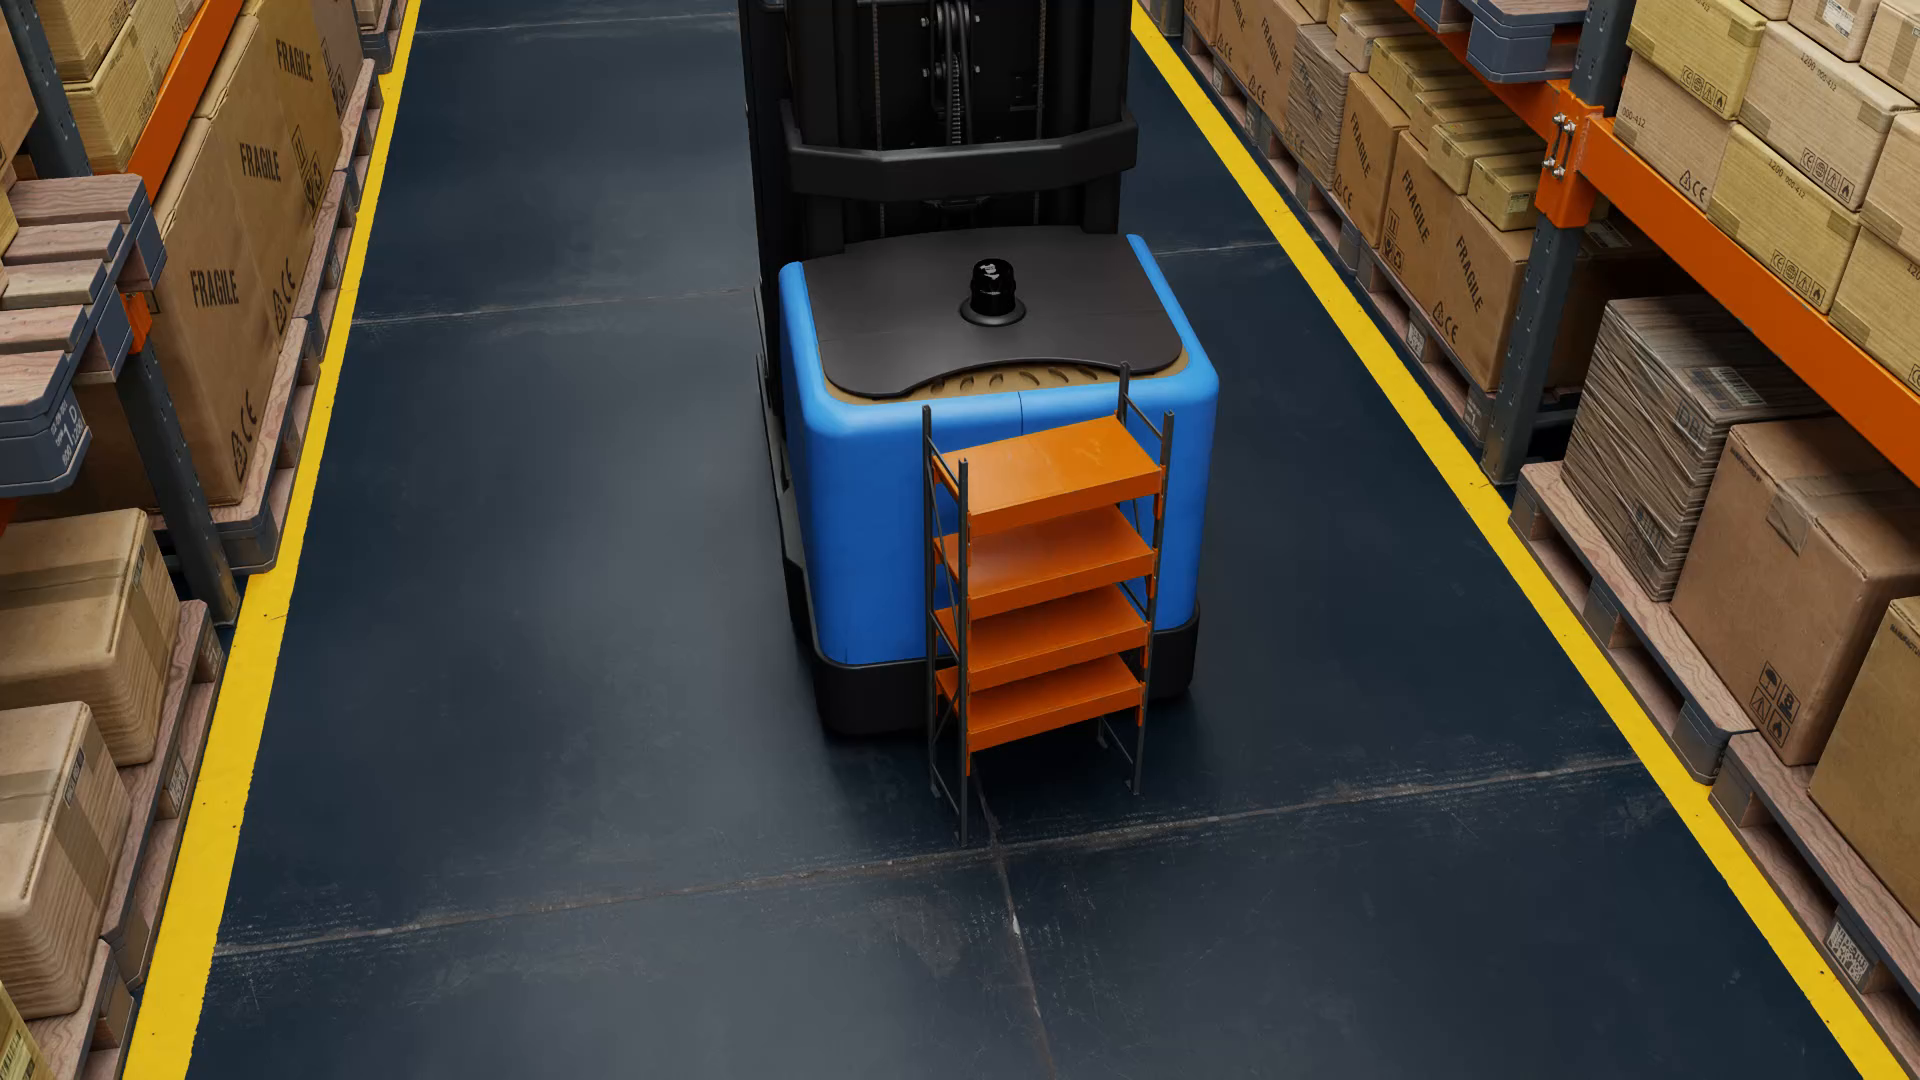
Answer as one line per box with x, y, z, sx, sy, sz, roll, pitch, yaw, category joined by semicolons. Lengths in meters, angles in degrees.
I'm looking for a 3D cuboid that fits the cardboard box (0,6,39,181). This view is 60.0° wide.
-2.294;-0.988;3.410;0.500;0.500;0.500;-7;38;-9;cardboard box

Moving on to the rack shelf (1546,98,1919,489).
2.590;0.046;3.332;1.077;0.370;4.000;-6;38;-8;rack shelf

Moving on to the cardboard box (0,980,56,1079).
-2.293;1.208;3.050;0.950;0.372;0.625;-5;38;-6;cardboard box

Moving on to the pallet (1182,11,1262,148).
1.718;-2.273;8.004;1.003;0.211;1.213;-6;38;-8;pallet

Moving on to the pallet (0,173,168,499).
-2.417;-0.415;3.496;1.213;0.211;1.003;-6;38;-8;pallet

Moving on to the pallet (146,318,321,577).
-2.711;-0.293;5.455;1.003;0.211;1.213;-6;38;-8;pallet

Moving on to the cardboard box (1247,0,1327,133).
1.587;-2.102;7.206;0.500;0.500;0.500;-7;38;-9;cardboard box

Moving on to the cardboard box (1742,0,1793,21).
2.053;-1.356;3.941;0.380;0.149;0.250;-5;38;-7;cardboard box

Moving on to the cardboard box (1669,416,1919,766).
2.457;0.098;4.272;0.875;0.625;0.625;-5;38;-6;cardboard box

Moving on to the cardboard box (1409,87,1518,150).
1.822;-1.477;5.873;0.380;0.149;0.250;-7;38;-9;cardboard box

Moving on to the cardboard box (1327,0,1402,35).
1.705;-2.110;6.687;0.380;0.149;0.250;-6;38;-8;cardboard box

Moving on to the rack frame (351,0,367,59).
-3.348;-3.326;7.086;1.000;3.000;0.127;-6;38;-8;rack frame

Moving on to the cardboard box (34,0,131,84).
-2.493;-1.381;4.297;0.500;0.250;0.500;-6;38;-8;cardboard box

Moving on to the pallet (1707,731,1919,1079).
2.556;0.892;3.930;1.003;0.211;1.213;-6;38;-8;pallet

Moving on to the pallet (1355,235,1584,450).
2.146;-0.800;6.107;1.003;0.211;1.213;-6;38;-8;pallet

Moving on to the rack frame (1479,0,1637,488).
2.239;-1.446;4.666;1.000;3.000;0.127;-6;38;-8;rack frame

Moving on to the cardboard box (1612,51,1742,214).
2.076;-1.092;4.333;0.500;0.250;0.500;-6;38;-8;cardboard box

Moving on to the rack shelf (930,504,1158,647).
0.193;0.064;3.935;0.480;0.148;0.258;-14;40;-17;rack shelf

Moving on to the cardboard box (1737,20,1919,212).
2.163;-0.987;3.791;0.500;0.250;0.500;-5;38;-7;cardboard box

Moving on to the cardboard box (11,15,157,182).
-2.485;-1.173;4.437;0.500;0.250;0.500;-7;38;-9;cardboard box

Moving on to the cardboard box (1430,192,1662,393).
1.953;-0.857;5.603;0.500;0.500;0.500;-5;38;-7;cardboard box

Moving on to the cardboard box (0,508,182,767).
-2.558;0.304;4.213;0.950;0.372;0.625;-9;39;-11;cardboard box

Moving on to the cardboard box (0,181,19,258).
-2.240;-0.650;3.504;0.380;0.149;0.250;-6;38;-7;cardboard box

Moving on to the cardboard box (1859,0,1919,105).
2.182;-1.047;3.543;0.380;0.149;0.250;-6;38;-7;cardboard box

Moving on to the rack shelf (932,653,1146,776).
0.193;0.397;4.194;0.480;0.148;0.258;-14;40;-17;rack shelf

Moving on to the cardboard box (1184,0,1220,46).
1.401;-2.724;8.007;0.500;0.500;0.500;-5;38;-6;cardboard box

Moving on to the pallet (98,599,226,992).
-2.511;0.664;4.224;1.003;0.211;1.213;-6;38;-8;pallet

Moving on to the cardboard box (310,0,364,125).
-3.161;-2.287;7.138;0.875;0.875;0.875;-5;38;-7;cardboard box

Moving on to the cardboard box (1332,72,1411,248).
1.782;-1.476;6.400;0.500;0.500;0.500;-5;38;-6;cardboard box

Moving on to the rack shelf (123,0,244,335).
-2.998;-1.834;5.752;1.077;0.370;4.000;-6;38;-8;rack shelf

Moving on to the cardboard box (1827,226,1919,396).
2.257;-0.478;3.542;0.500;0.250;0.500;-7;38;-9;cardboard box

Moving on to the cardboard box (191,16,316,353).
-2.839;-1.202;5.742;0.875;0.875;0.875;-6;38;-7;cardboard box

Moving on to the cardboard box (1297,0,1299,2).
1.588;-2.420;7.086;0.380;0.149;0.250;-6;38;-8;cardboard box

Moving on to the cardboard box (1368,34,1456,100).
1.776;-1.792;6.278;0.380;0.149;0.250;-7;38;-9;cardboard box

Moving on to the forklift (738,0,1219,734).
-0.107;-1.538;4.841;1.130;2.935;3.031;-6;38;-8;forklift

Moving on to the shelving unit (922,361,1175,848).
0.193;0.187;4.031;0.503;1.200;0.258;-14;40;-17;shelving unit

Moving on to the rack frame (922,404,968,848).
-0.033;0.242;3.960;0.015;1.200;0.240;-14;40;-17;rack frame

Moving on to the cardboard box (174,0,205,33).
-2.679;-1.799;5.243;0.500;0.250;0.500;-5;38;-6;cardboard box

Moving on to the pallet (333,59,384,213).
-3.139;-1.767;7.352;1.003;0.211;1.213;-6;38;-8;pallet

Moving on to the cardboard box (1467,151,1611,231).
1.903;-1.152;5.454;0.380;0.149;0.250;-8;39;-10;cardboard box
